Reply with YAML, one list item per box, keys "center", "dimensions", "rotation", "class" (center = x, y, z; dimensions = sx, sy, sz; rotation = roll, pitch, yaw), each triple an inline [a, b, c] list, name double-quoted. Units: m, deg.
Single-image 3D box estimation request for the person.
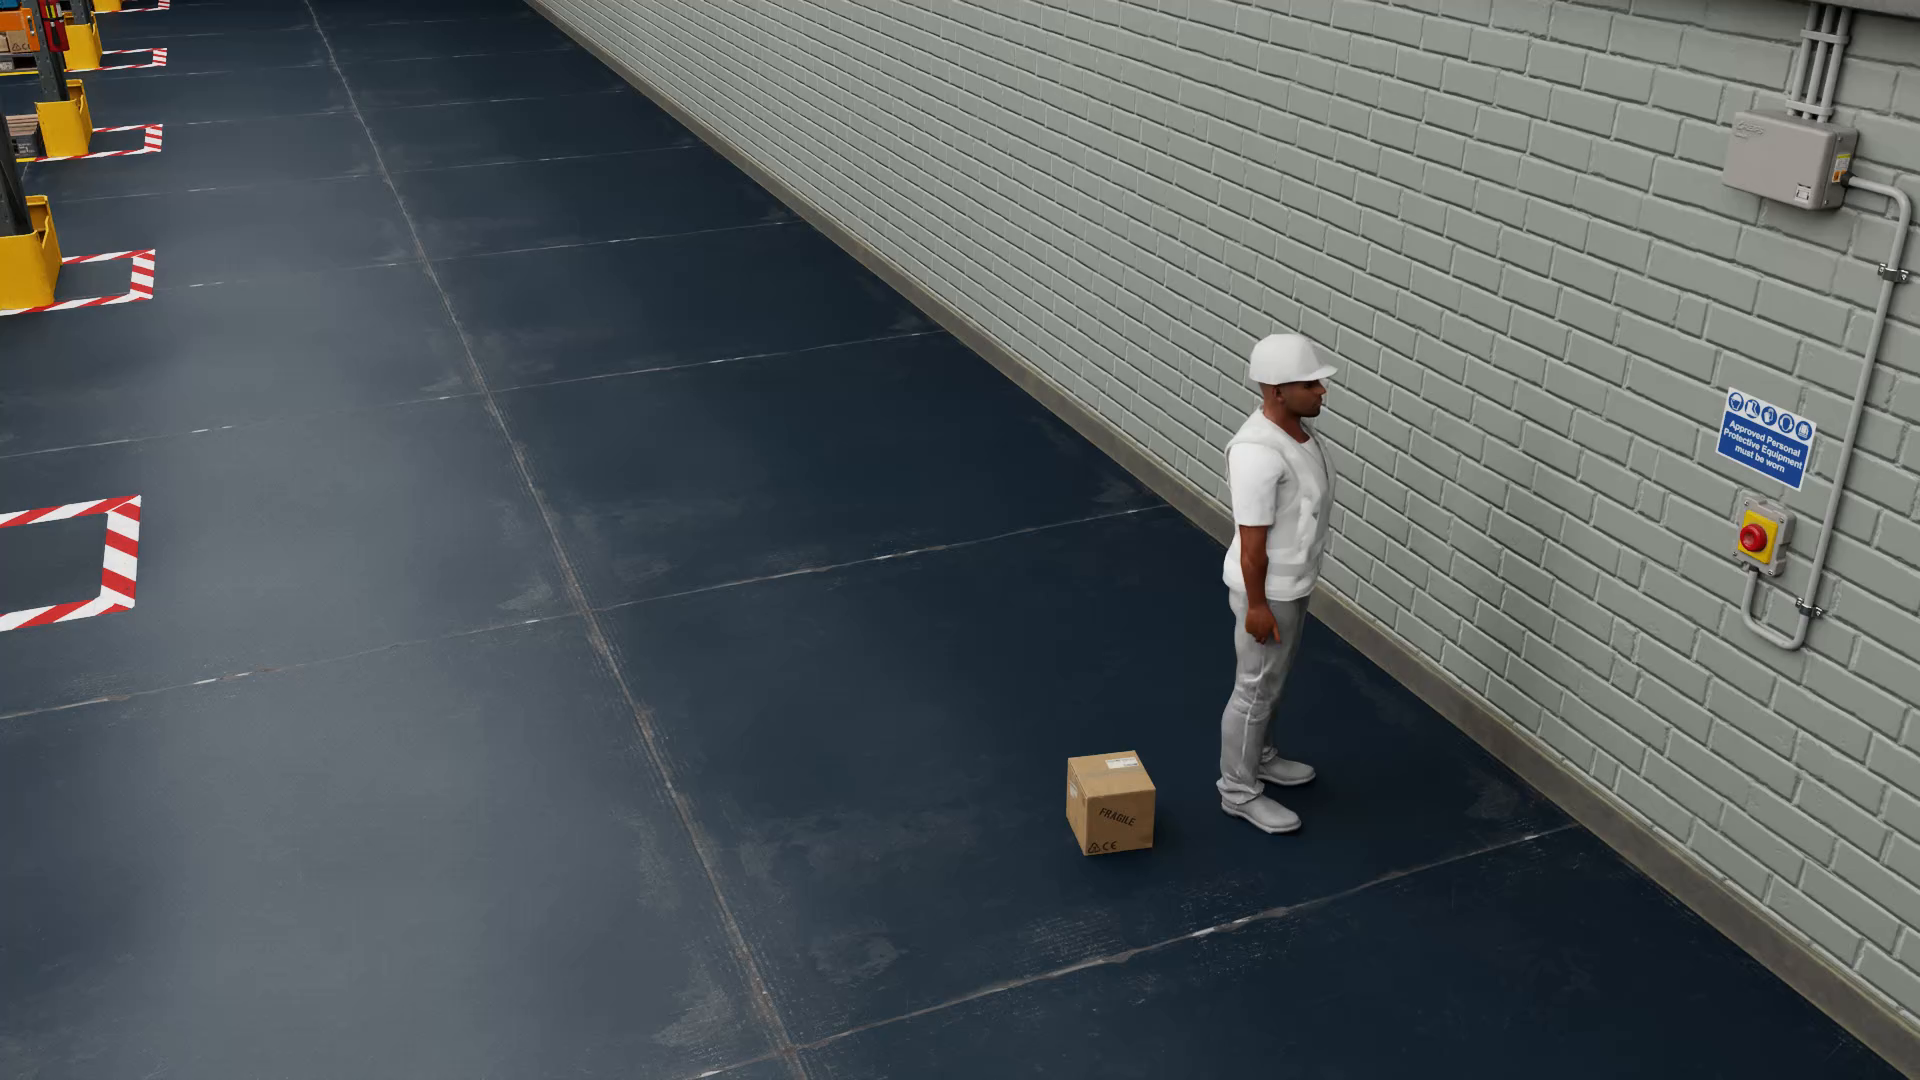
- center: [1.110, 0.136, 5.798]
  dimensions: [0.386, 1.770, 0.545]
  rotation: [9, 27, 18]
  class: "person"
